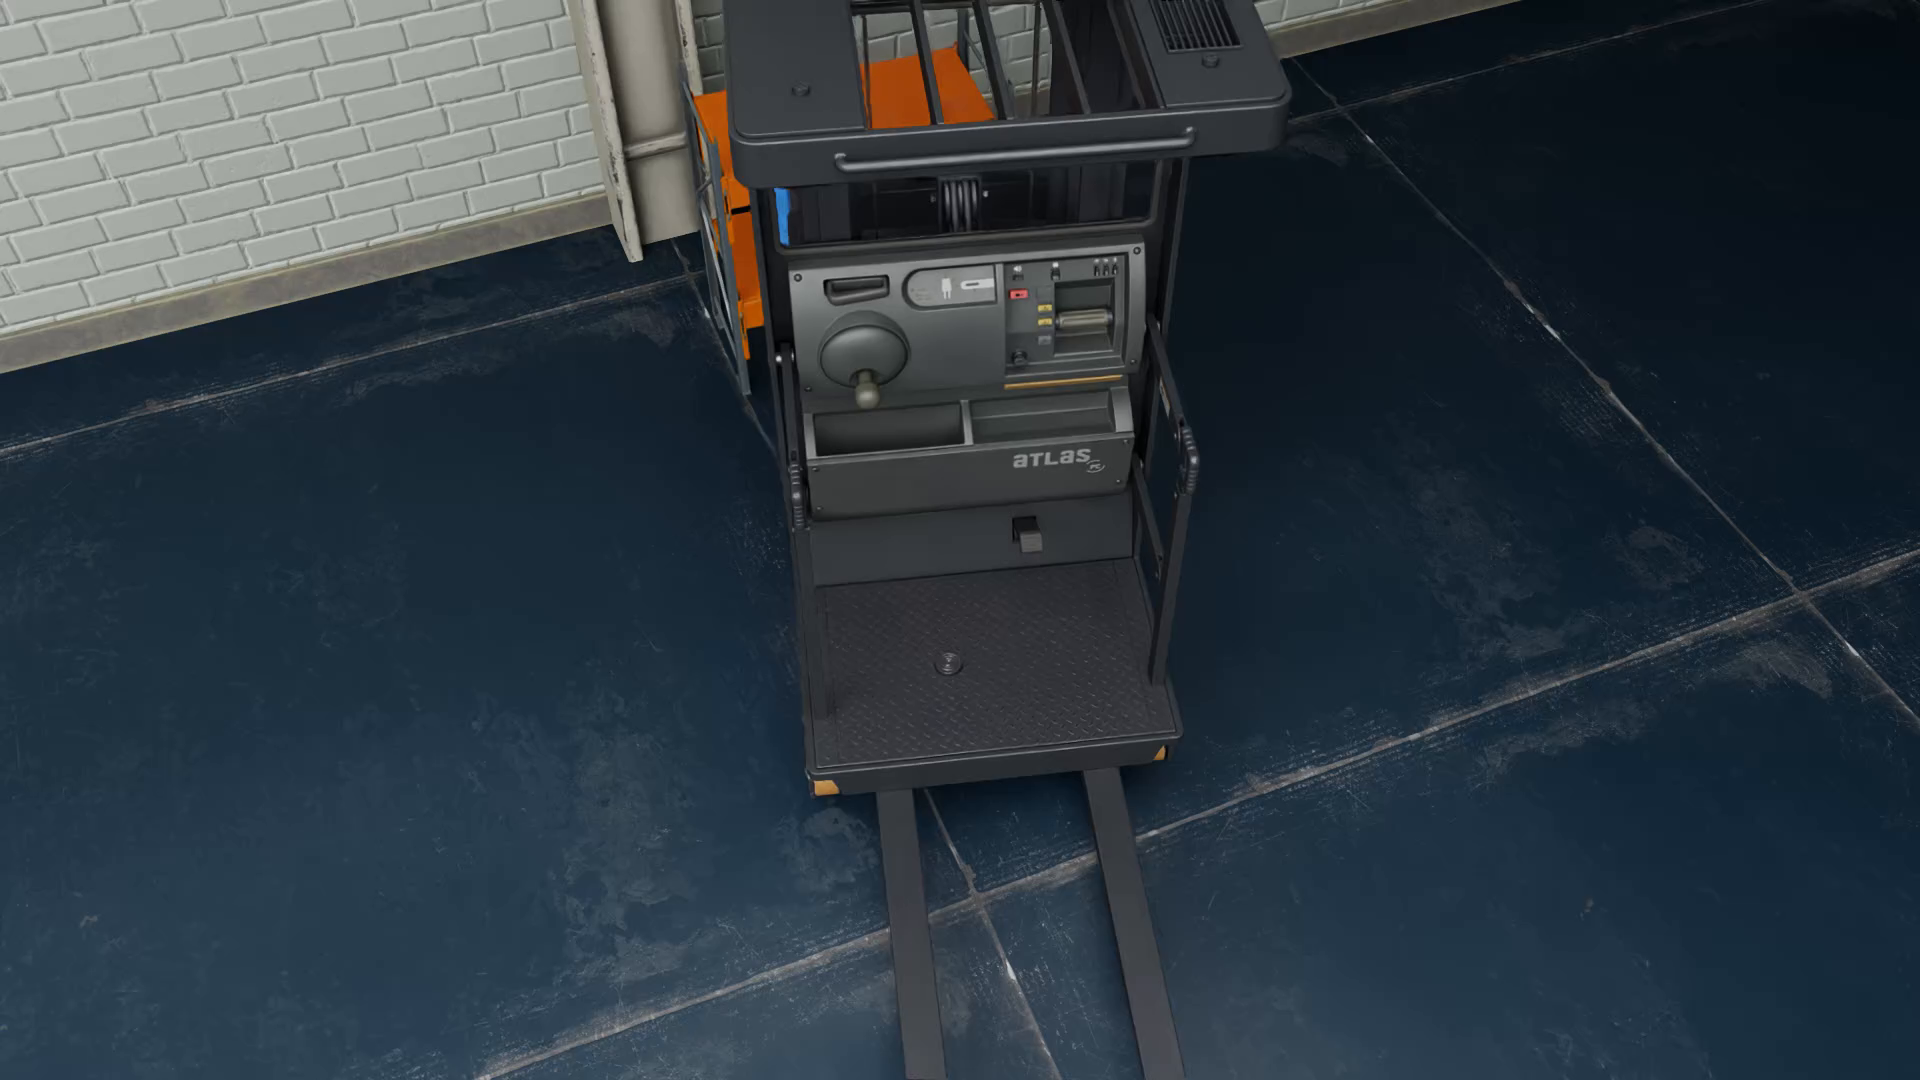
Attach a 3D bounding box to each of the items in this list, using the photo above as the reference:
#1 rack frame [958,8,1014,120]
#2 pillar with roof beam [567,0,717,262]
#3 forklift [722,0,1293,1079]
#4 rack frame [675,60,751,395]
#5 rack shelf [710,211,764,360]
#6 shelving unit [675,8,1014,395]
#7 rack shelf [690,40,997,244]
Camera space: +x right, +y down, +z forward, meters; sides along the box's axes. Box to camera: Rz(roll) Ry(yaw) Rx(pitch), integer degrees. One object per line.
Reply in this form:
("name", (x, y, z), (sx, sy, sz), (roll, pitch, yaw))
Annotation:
("rack frame", (0.086, -1.339, 6.158), (0.032, 1.125, 0.500), (-15, 51, -12))
("pillar with roof beam", (0.422, -1.192, 0.842), (0.400, 9.000, 9.100), (-17, 52, -14))
("forklift", (0.054, -0.465, 4.217), (1.130, 2.935, 3.031), (-5, 50, -5))
("rack frame", (-0.876, -1.090, 5.944), (0.032, 1.125, 0.500), (-15, 51, -12))
("rack shelf", (-0.395, -1.055, 6.237), (1.000, 0.278, 0.538), (-15, 51, -12))
("shelving unit", (-0.395, -1.214, 6.051), (1.048, 1.125, 0.538), (-15, 51, -12))
("rack shelf", (-0.395, -1.405, 5.829), (1.000, 0.278, 0.538), (-15, 51, -12))
